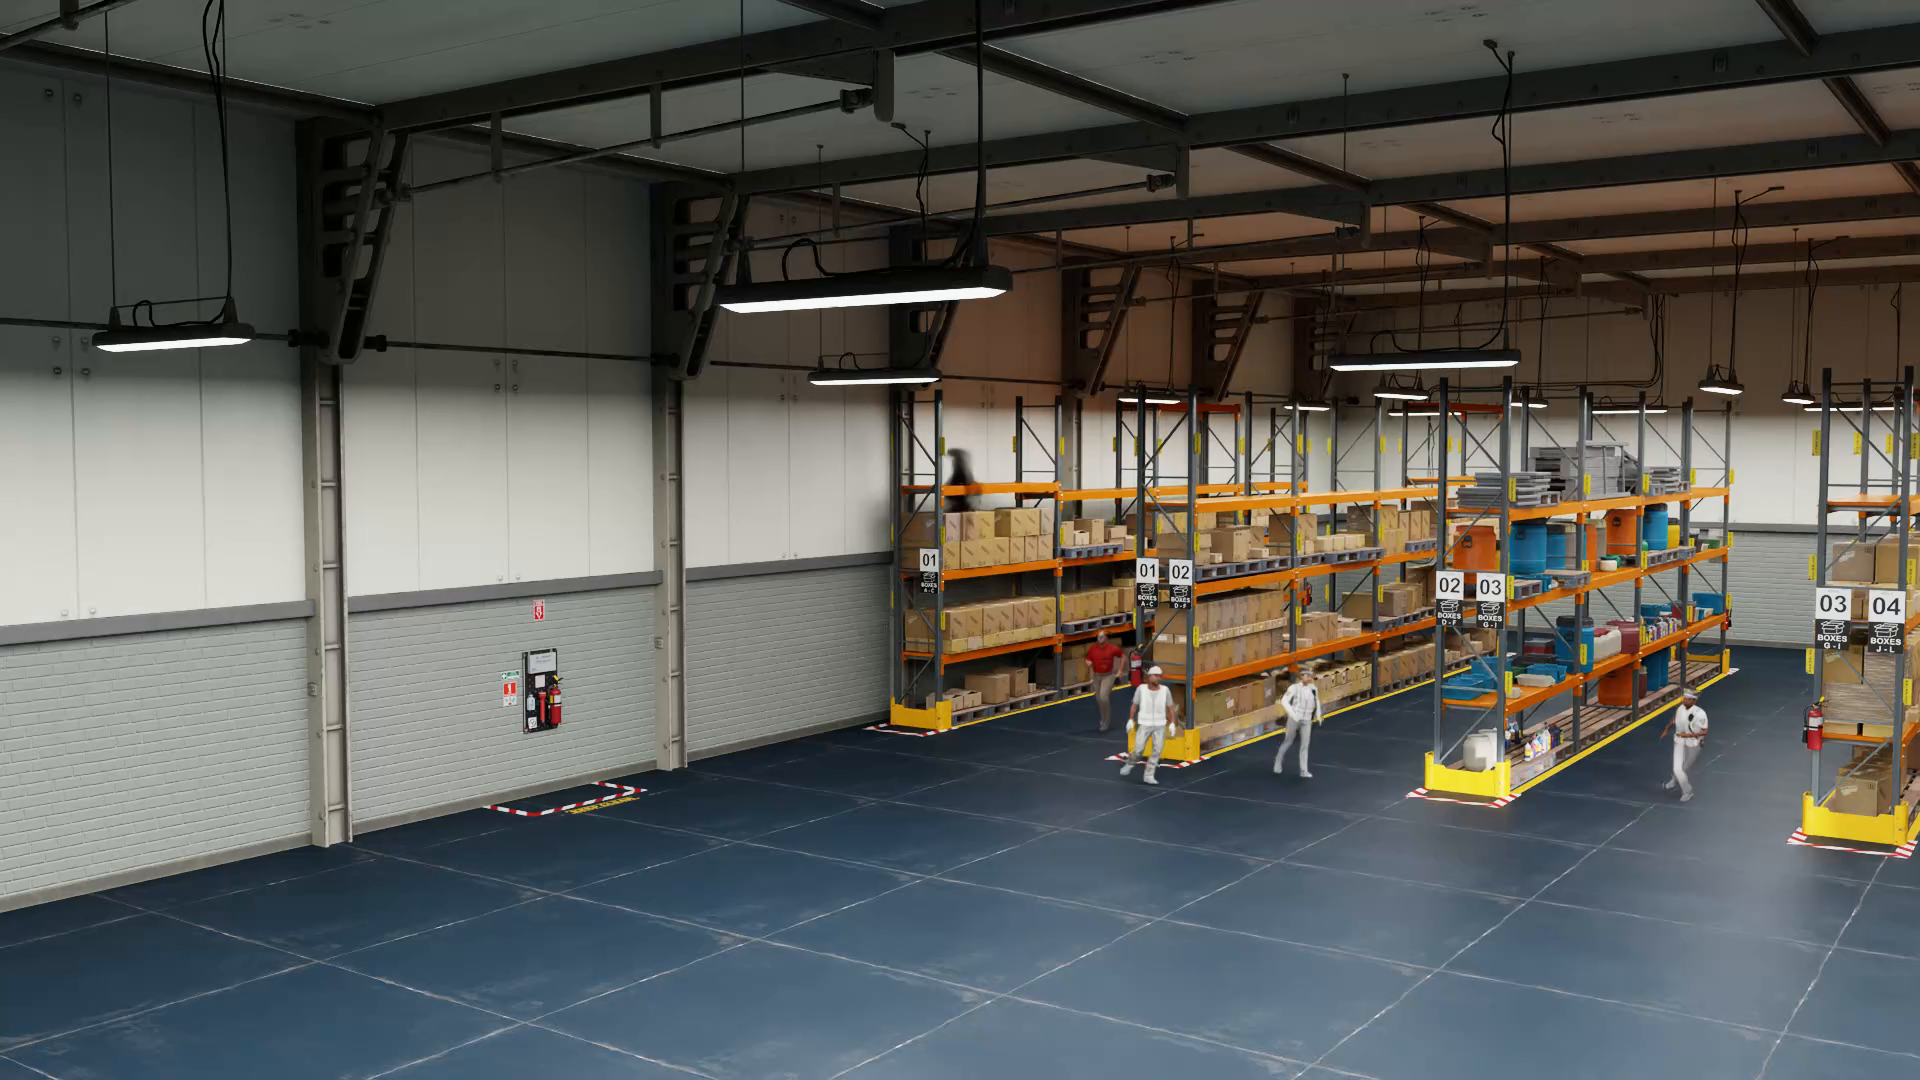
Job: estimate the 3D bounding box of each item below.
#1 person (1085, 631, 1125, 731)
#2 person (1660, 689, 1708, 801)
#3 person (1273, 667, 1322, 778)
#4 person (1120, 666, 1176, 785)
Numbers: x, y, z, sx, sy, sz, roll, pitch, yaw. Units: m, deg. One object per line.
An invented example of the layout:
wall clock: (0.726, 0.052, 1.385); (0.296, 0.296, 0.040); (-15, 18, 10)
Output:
person: (2.535, 2.498, 29.439); (0.644, 1.788, 0.851); (2, 4, 30)
person: (10.319, 2.890, 23.649); (0.694, 1.631, 0.636); (3, 4, 41)
person: (5.165, 2.726, 25.049); (0.655, 1.663, 0.947); (-1, 3, -12)
person: (2.781, 2.741, 24.656); (0.775, 1.736, 0.572); (0, 3, -4)
